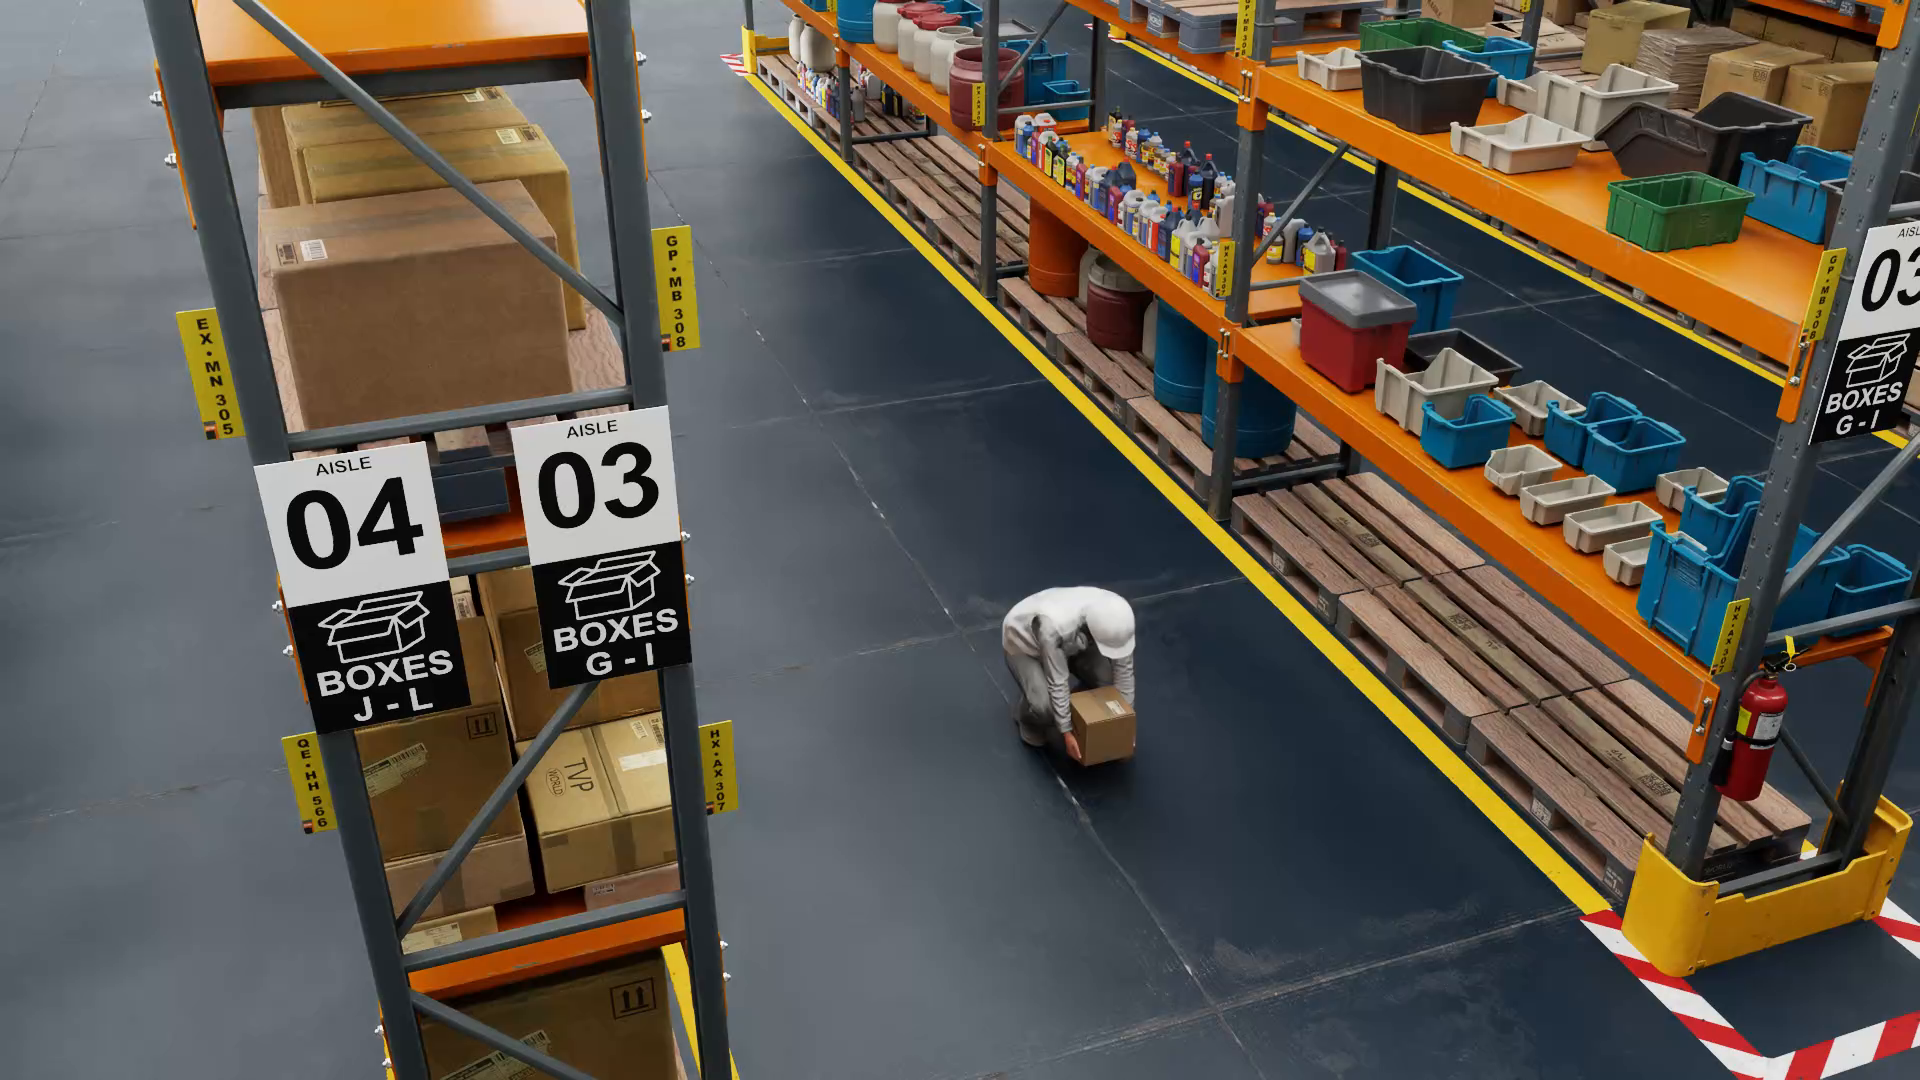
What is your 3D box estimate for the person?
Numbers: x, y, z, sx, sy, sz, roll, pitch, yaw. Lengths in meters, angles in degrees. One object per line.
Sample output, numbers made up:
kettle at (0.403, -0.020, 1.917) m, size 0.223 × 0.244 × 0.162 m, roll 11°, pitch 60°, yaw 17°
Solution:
person at (0.547, 0.580, 8.090) m, size 0.513 × 1.002 × 0.901 m, roll -11°, pitch 32°, yaw -19°
